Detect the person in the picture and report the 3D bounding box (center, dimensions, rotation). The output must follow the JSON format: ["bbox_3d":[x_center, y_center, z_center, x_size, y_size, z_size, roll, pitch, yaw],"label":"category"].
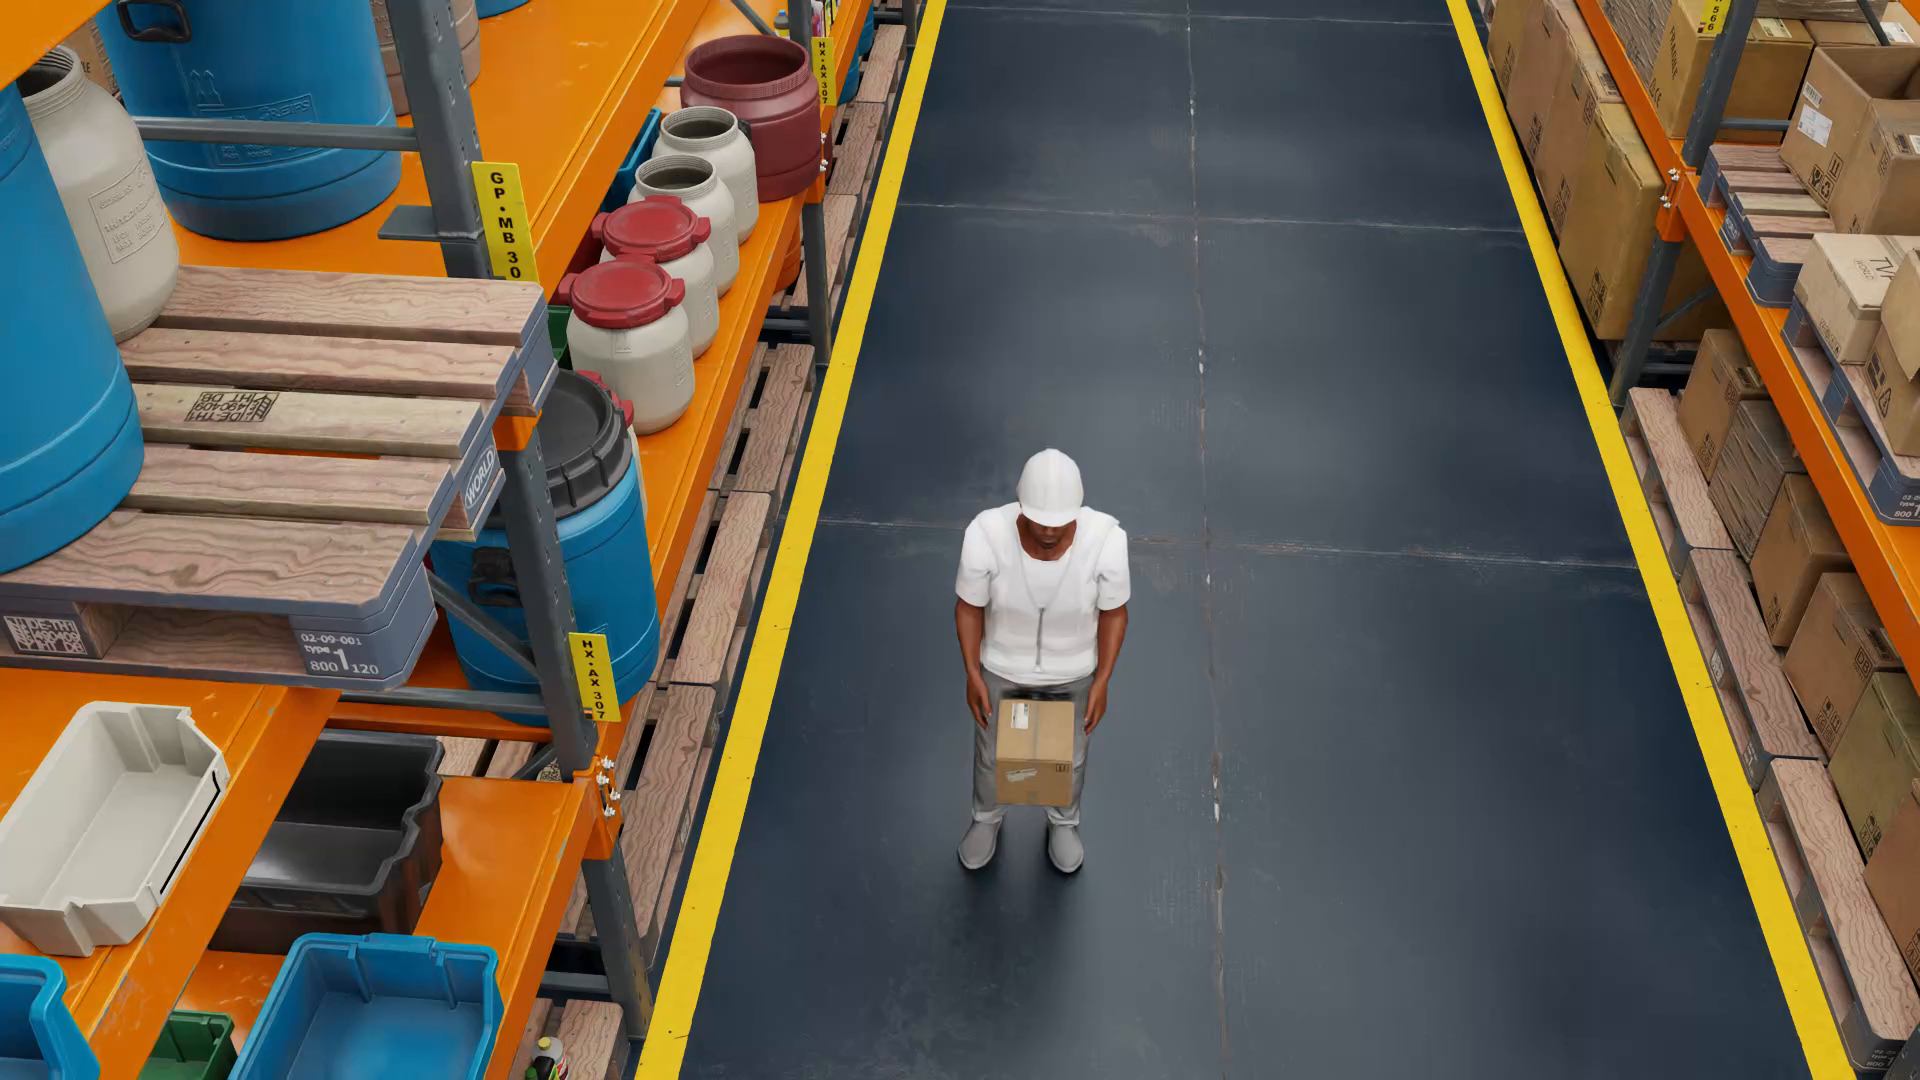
[{"bbox_3d":[0.267,0.427,5.625,0.575,1.767,0.446,2,40,3],"label":"person"}]
